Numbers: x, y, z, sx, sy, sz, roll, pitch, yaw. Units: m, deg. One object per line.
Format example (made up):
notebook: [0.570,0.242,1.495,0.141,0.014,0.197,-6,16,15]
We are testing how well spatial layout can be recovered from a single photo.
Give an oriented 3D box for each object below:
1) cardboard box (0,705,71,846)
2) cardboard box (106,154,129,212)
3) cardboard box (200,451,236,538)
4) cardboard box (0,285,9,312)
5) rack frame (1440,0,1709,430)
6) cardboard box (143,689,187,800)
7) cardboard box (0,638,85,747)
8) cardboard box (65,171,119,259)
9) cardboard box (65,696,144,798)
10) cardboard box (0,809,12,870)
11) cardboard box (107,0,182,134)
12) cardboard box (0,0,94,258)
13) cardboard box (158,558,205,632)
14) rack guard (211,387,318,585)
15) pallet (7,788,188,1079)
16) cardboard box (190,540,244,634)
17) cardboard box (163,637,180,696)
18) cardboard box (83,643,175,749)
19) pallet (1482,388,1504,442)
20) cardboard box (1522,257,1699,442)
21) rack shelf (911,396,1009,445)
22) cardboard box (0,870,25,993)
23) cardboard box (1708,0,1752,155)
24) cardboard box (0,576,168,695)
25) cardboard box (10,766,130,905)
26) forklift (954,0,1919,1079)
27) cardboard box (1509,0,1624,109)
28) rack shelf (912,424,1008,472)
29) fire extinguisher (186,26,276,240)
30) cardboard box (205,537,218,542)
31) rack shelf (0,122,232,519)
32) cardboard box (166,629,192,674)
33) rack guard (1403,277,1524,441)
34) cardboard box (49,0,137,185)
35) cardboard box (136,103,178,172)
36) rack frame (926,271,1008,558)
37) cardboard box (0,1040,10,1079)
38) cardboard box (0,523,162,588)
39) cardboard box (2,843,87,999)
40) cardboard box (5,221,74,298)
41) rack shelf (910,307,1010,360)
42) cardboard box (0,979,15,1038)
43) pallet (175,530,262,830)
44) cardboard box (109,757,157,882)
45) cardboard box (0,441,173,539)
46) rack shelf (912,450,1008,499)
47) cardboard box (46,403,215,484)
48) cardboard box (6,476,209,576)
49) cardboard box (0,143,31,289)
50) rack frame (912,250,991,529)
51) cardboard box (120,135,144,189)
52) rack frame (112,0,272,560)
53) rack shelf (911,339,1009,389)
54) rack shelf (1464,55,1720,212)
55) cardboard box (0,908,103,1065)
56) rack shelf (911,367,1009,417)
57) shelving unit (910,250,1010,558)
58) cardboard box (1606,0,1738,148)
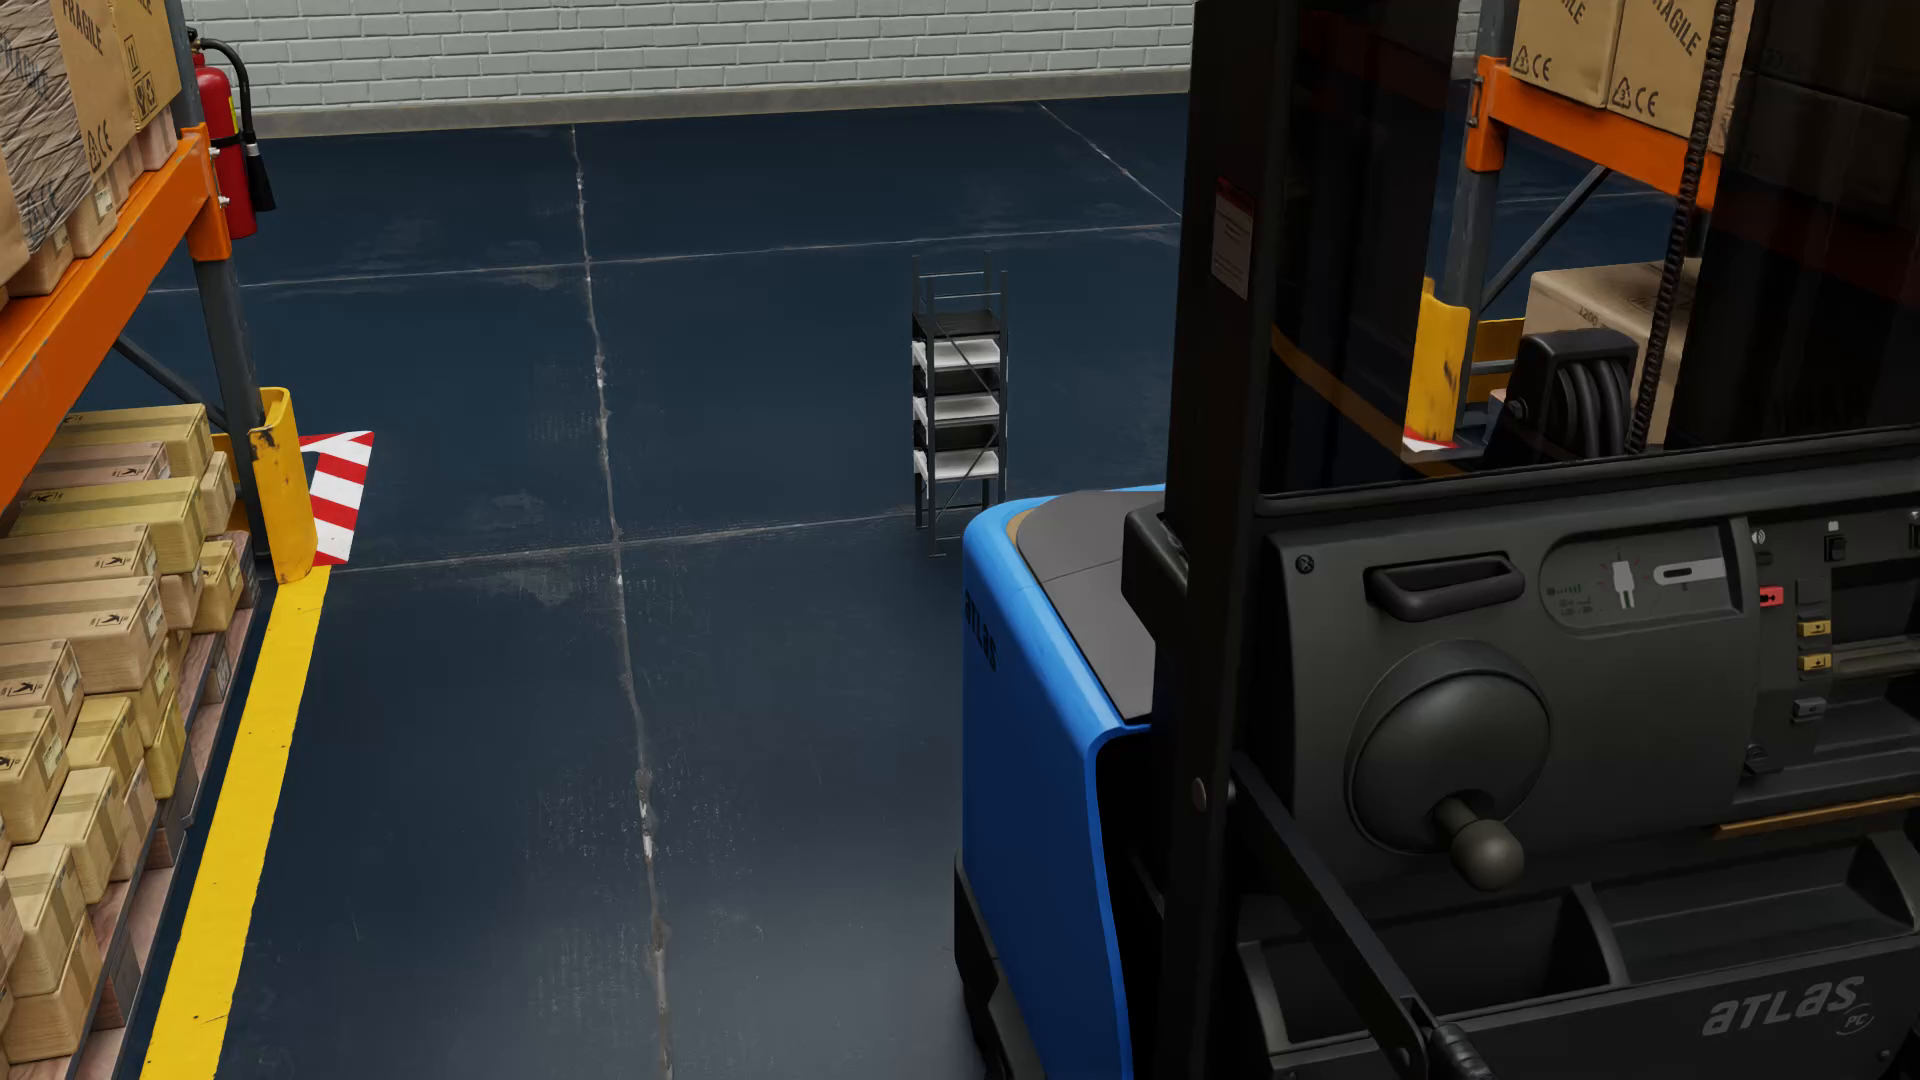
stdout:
cardboard box: [-1.889,0.451,3.064,0.380,0.149,0.250,-6,27,-11]
cardboard box: [-2.148,-0.815,3.815,0.380,0.149,0.250,-6,27,-12]
cardboard box: [-2.191,-0.108,4.503,0.380,0.149,0.250,-7,28,-13]
cardboard box: [-2.034,-0.462,3.116,0.380,0.149,0.250,-7,28,-14]
rack frame: [2.212,-1.810,5.508,1.000,3.000,0.127,-6,27,-12]
cardboard box: [-1.947,0.472,3.684,0.380,0.149,0.250,-7,28,-14]
cardboard box: [-1.976,0.339,3.286,0.380,0.149,0.250,-7,28,-13]
cardboard box: [-2.068,-0.705,3.598,0.380,0.149,0.250,-5,27,-10]
cardboard box: [-1.903,0.460,3.377,0.380,0.149,0.250,-5,27,-9]
cardboard box: [-1.872,0.564,2.842,0.380,0.149,0.250,-7,28,-14]
cardboard box: [-2.236,-1.270,3.995,0.500,0.500,0.500,-5,27,-11]
cardboard box: [-2.001,-0.821,3.107,0.500,0.500,0.500,-6,27,-11]
cardboard box: [-2.072,0.120,4.051,0.380,0.149,0.250,-7,28,-14]
rack guard: [-2.571,-0.114,4.921,1.175,0.500,0.348,-6,27,-12]
pallet: [-2.151,0.910,3.213,1.003,0.211,1.213,-6,27,-12]
cardboard box: [-2.109,0.134,4.352,0.380,0.149,0.250,-5,27,-10]
cardboard box: [-2.065,0.366,3.893,0.380,0.149,0.250,-6,27,-11]
cardboard box: [-1.943,0.346,3.604,0.380,0.149,0.250,-6,27,-11]
pallet: [2.469,-0.222,5.456,1.003,0.211,1.213,-6,27,-12]
cardboard box: [2.458,-0.574,5.436,0.875,0.438,0.875,-7,28,-13]
rack shelf: [-0.002,-0.376,5.069,0.258,0.077,0.200,-6,27,-12]
cardboard box: [-1.730,0.675,2.621,0.380,0.149,0.250,-5,27,-10]
cardboard box: [2.279,-1.171,4.129,0.500,0.500,0.500,-6,27,-12]
cardboard box: [-1.927,0.212,3.538,0.380,0.149,0.250,-5,27,-10]
cardboard box: [-1.814,0.578,3.143,0.380,0.149,0.250,-6,27,-11]
forklift: [0.842,0.175,1.651,1.130,2.935,3.031,-6,27,-12]
cardboard box: [2.041,-1.615,5.010,0.500,0.500,0.500,-6,27,-12]
rack shelf: [-0.002,-0.295,5.110,0.258,0.077,0.200,-6,27,-12]
fire extinguisher: [-2.195,-1.220,4.837,0.296,0.674,0.183,-6,27,-12]
cardboard box: [-2.266,0.032,4.556,0.380,0.149,0.250,-5,27,-11]
rack shelf: [-2.137,-0.064,2.846,1.077,0.370,4.000,-6,27,-12]
cardboard box: [-2.134,0.259,4.105,0.380,0.149,0.250,-6,27,-12]
rack guard: [2.207,-0.705,6.092,1.175,0.500,0.348,-6,27,-12]
cardboard box: [-2.125,-1.043,3.546,0.500,0.500,0.500,-6,27,-12]
cardboard box: [-2.239,-1.037,4.254,0.380,0.149,0.250,-6,27,-12]
rack frame: [0.021,-0.361,4.966,0.240,0.900,0.006,-6,27,-12]
cardboard box: [-1.823,0.944,2.749,0.380,0.149,0.250,-7,28,-14]
cardboard box: [-2.042,0.100,3.760,0.380,0.149,0.250,-7,28,-14]
cardboard box: [-1.783,0.689,2.923,0.380,0.149,0.250,-6,27,-12]
cardboard box: [-2.037,-0.587,3.362,0.380,0.149,0.250,-7,28,-14]
rack shelf: [-0.002,-0.617,4.948,0.258,0.077,0.200,-6,27,-12]
cardboard box: [-1.788,0.806,2.691,0.380,0.149,0.250,-5,27,-9]
pallet: [-2.422,0.375,4.272,1.003,0.211,1.213,-6,27,-12]
cardboard box: [-1.905,0.594,3.442,0.380,0.149,0.250,-5,27,-11]
cardboard box: [-2.221,-0.121,4.198,0.380,0.149,0.250,-5,27,-11]
rack shelf: [-0.002,-0.215,5.150,0.258,0.077,0.200,-6,27,-12]
cardboard box: [-2.222,-0.237,4.428,0.380,0.149,0.250,-6,27,-11]
cardboard box: [-2.039,-0.020,3.998,0.380,0.149,0.250,-7,28,-13]
cardboard box: [-1.899,-0.601,2.671,0.500,0.500,0.500,-5,27,-9]
rack frame: [-0.025,-0.450,5.143,0.240,0.900,0.006,-6,27,-12]
cardboard box: [-2.219,-0.924,4.030,0.380,0.149,0.250,-6,27,-12]
rack frame: [-2.588,-1.263,4.424,1.000,3.000,0.127,-6,27,-12]
rack shelf: [-0.002,-0.536,4.988,0.258,0.077,0.200,-6,27,-12]
rack shelf: [2.663,-0.611,3.930,1.077,0.370,4.000,-6,27,-12]
cardboard box: [-1.787,0.820,2.994,0.380,0.149,0.250,-7,28,-13]
rack shelf: [-0.002,-0.456,5.029,0.258,0.077,0.200,-6,27,-12]
shelving unit: [-0.002,-0.405,5.054,0.258,0.900,0.210,-6,27,-12]
cardboard box: [2.182,-1.396,4.576,0.500,0.500,0.500,-6,27,-12]
